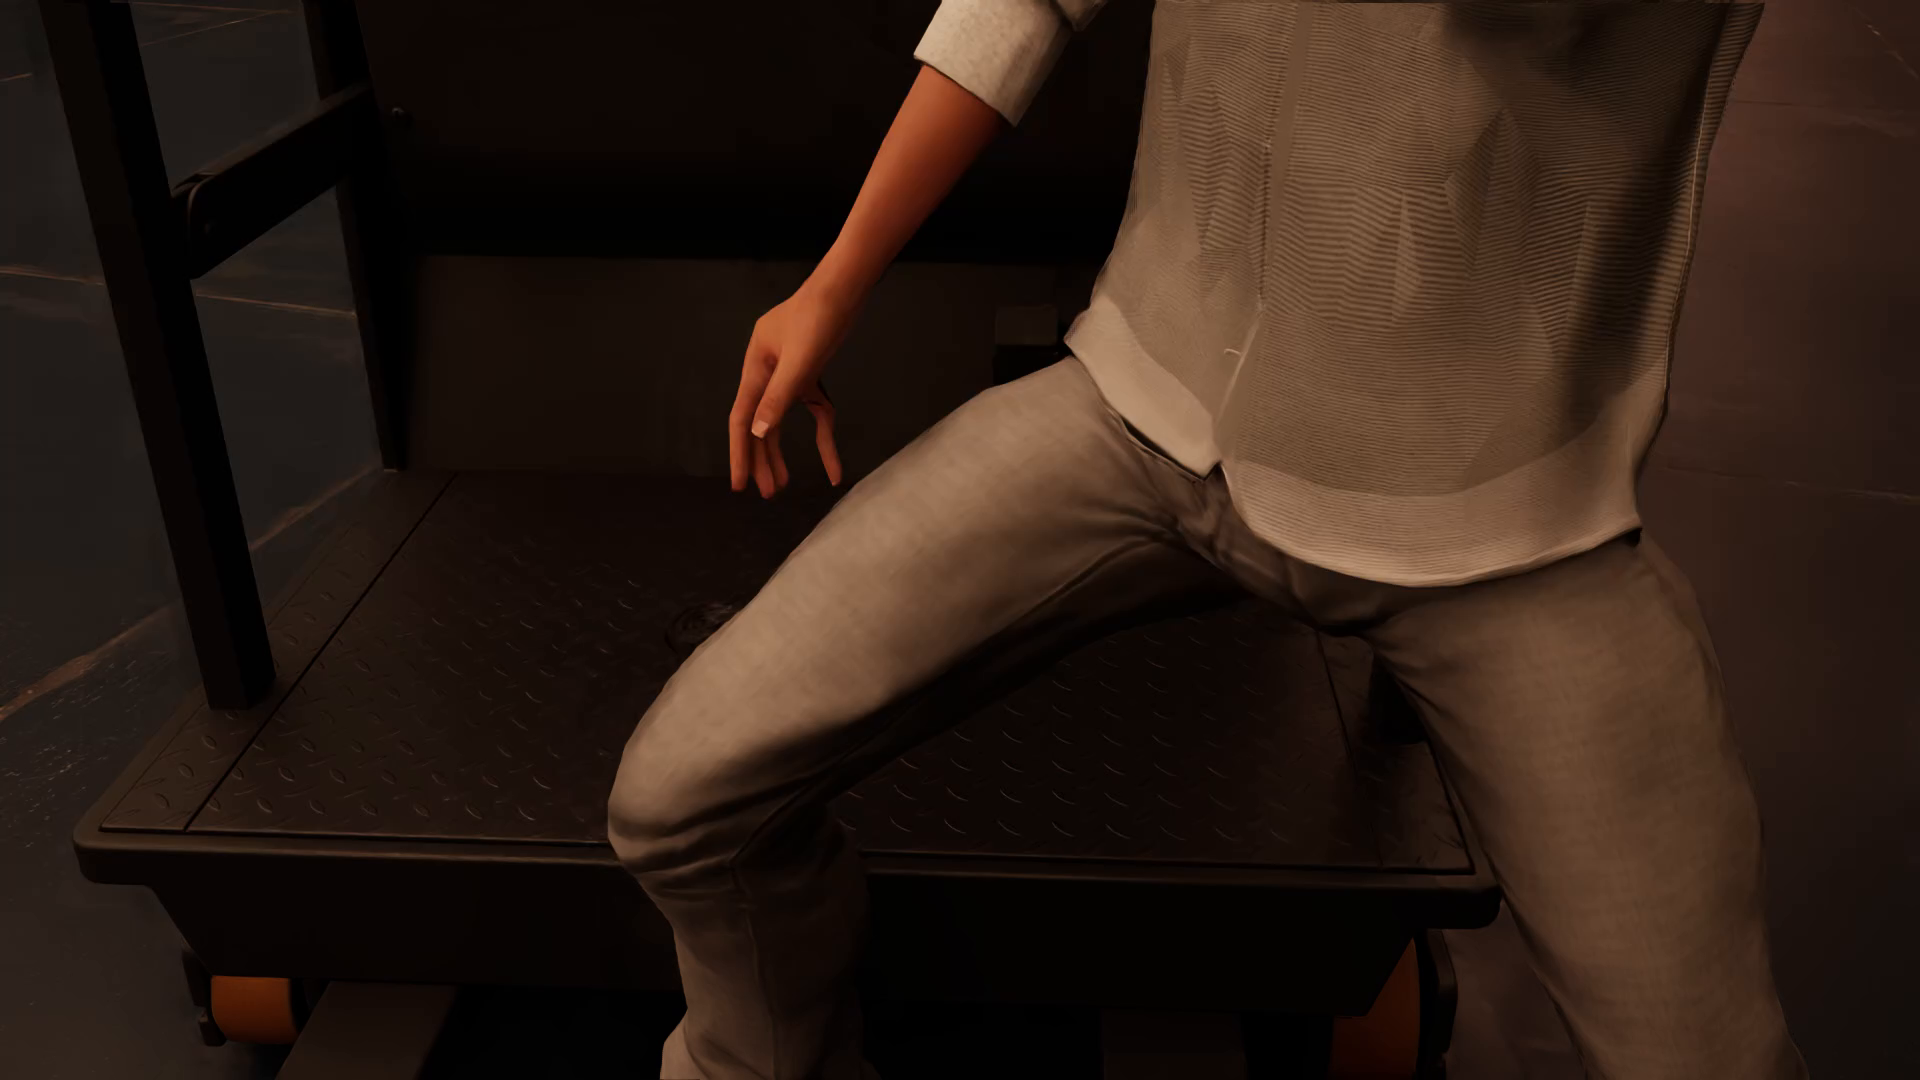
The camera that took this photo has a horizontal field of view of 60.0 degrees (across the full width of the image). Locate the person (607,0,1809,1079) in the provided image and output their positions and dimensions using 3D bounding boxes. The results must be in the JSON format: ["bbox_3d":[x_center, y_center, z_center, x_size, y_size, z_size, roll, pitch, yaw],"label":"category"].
[{"bbox_3d":[0.229,-0.025,0.906,0.856,1.502,0.741,21,34,35],"label":"person"}]

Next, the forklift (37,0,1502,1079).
[{"bbox_3d":[-0.117,-0.960,1.156,1.130,2.935,3.031,1,27,3],"label":"forklift"}]
